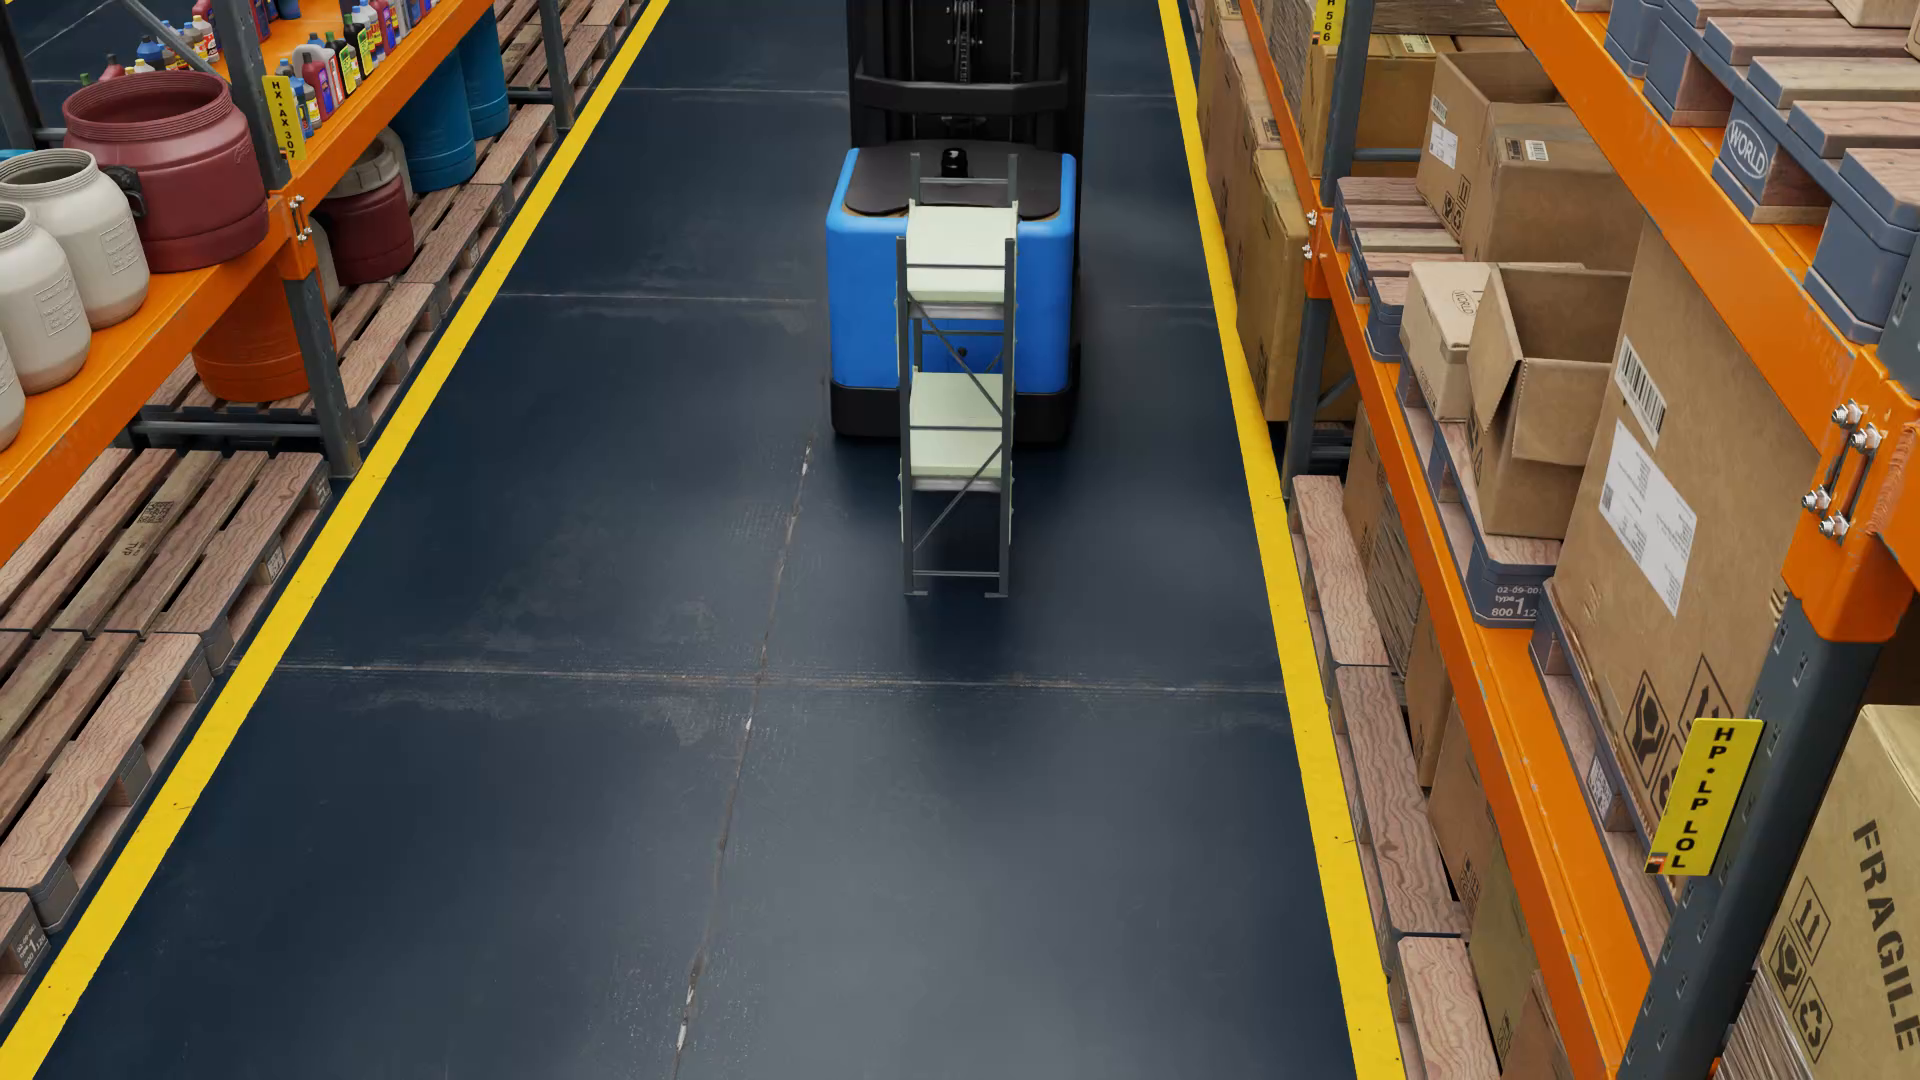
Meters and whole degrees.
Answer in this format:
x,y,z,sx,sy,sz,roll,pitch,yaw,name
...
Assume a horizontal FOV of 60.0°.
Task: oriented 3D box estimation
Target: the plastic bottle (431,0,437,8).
x,y,z,sx,sy,sz,roll,pitch,yaw,name
-2.649,-2.733,8.203,0.097,0.201,0.097,0,35,0,plastic bottle

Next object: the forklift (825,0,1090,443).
x,y,z,sx,sy,sz,roll,pitch,yaw,name
0.052,-2.448,7.684,1.130,2.935,3.031,2,35,3,forklift

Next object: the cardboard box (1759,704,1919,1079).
x,y,z,sx,sy,sz,roll,pitch,yaw,name
1.426,0.566,2.121,0.500,0.500,0.500,1,35,2,cardboard box

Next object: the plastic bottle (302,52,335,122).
x,y,z,sx,sy,sz,roll,pitch,yaw,name
-2.691,-1.909,6.959,0.061,0.283,0.133,1,35,2,plastic bottle

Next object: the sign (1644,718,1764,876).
x,y,z,sx,sy,sz,roll,pitch,yaw,name
1.144,0.400,2.565,0.100,0.325,0.005,1,35,2,sign

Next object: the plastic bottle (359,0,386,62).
x,y,z,sx,sy,sz,roll,pitch,yaw,name
-2.680,-2.313,7.545,0.097,0.271,0.097,0,35,0,plastic bottle

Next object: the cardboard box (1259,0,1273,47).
x,y,z,sx,sy,sz,roll,pitch,yaw,name
1.696,-2.620,7.783,0.500,0.500,0.500,2,35,3,cardboard box

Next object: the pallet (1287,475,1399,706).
x,y,z,sx,sy,sz,roll,pitch,yaw,name
1.826,0.177,6.315,1.003,0.211,1.213,1,35,2,pallet

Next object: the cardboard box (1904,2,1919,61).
x,y,z,sx,sy,sz,roll,pitch,yaw,name
1.816,-0.824,2.250,0.797,0.503,0.637,0,35,0,cardboard box

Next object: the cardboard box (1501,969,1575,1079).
x,y,z,sx,sy,sz,roll,pitch,yaw,name
1.744,1.375,3.976,0.700,0.500,0.500,-1,35,-2,cardboard box

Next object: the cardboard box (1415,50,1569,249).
x,y,z,sx,sy,sz,roll,pitch,yaw,name
1.877,-1.315,5.560,0.500,0.500,0.500,-3,35,-4,cardboard box

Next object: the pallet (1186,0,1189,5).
x,y,z,sx,sy,sz,roll,pitch,yaw,name
2.226,-4.407,12.838,1.003,0.211,1.213,1,35,2,pallet

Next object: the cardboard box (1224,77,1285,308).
x,y,z,sx,sy,sz,roll,pitch,yaw,name
1.951,-1.624,7.934,1.225,0.875,0.875,1,35,2,cardboard box

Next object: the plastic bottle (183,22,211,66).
x,y,z,sx,sy,sz,roll,pitch,yaw,name
-3.444,-2.223,7.477,0.097,0.201,0.097,0,35,0,plastic bottle

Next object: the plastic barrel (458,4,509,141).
x,y,z,sx,sy,sz,roll,pitch,yaw,name
-2.968,-2.827,9.623,0.600,0.901,0.708,1,35,2,plastic barrel

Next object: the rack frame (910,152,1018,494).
x,y,z,sx,sy,sz,roll,pitch,yaw,name
0.014,-0.820,6.613,0.400,1.500,0.023,1,35,2,rack frame

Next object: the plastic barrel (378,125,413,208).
x,y,z,sx,sy,sz,roll,pitch,yaw,name
-3.109,-1.938,8.698,0.421,0.512,0.421,0,35,0,plastic barrel

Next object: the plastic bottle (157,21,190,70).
x,y,z,sx,sy,sz,roll,pitch,yaw,name
-3.452,-2.139,7.297,0.097,0.271,0.097,0,35,0,plastic bottle

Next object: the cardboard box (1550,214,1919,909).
x,y,z,sx,sy,sz,roll,pitch,yaw,name
1.870,0.014,3.234,1.000,1.000,1.000,2,35,2,cardboard box

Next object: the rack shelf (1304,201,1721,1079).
x,y,z,sx,sy,sz,roll,pitch,yaw,name
1.779,0.030,4.724,1.077,0.370,4.000,1,35,2,rack shelf

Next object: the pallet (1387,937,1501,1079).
x,y,z,sx,sy,sz,roll,pitch,yaw,name
1.728,1.578,4.321,1.003,0.211,1.213,1,35,2,pallet

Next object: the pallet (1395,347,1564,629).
x,y,z,sx,sy,sz,roll,pitch,yaw,name
1.820,-0.197,4.588,1.003,0.211,1.213,1,35,2,pallet

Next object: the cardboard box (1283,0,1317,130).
x,y,z,sx,sy,sz,roll,pitch,yaw,name
1.657,-2.030,6.942,0.500,0.500,0.500,1,35,1,cardboard box

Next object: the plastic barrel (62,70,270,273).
x,y,z,sx,sy,sz,roll,pitch,yaw,name
-2.806,-1.310,5.887,0.600,0.536,0.708,1,35,2,plastic barrel

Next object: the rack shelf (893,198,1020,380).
x,y,z,sx,sy,sz,roll,pitch,yaw,name
0.000,-0.929,6.089,0.431,0.370,0.720,1,35,2,rack shelf

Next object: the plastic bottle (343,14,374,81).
x,y,z,sx,sy,sz,roll,pitch,yaw,name
-2.671,-2.195,7.367,0.061,0.283,0.133,1,35,2,plastic bottle

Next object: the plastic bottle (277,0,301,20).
x,y,z,sx,sy,sz,roll,pitch,yaw,name
-3.271,-2.670,8.052,0.097,0.271,0.097,0,35,0,plastic bottle

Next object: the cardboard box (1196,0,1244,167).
x,y,z,sx,sy,sz,roll,pitch,yaw,name
2.014,-2.646,9.389,1.225,0.875,0.875,1,35,2,cardboard box

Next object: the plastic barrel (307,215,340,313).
x,y,z,sx,sy,sz,roll,pitch,yaw,name
-3.154,-1.290,7.775,0.421,0.512,0.421,0,35,0,plastic barrel

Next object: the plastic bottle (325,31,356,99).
x,y,z,sx,sy,sz,roll,pitch,yaw,name
-2.680,-2.063,7.178,0.061,0.283,0.133,1,35,2,plastic bottle

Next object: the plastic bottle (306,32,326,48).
x,y,z,sx,sy,sz,roll,pitch,yaw,name
-2.760,-2.049,7.169,0.097,0.271,0.097,0,35,0,plastic bottle

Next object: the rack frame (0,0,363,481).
x,y,z,sx,sy,sz,roll,pitch,yaw,name
-3.090,-1.528,6.315,1.000,3.000,0.127,1,35,2,rack frame

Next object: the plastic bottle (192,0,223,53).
x,y,z,sx,sy,sz,roll,pitch,yaw,name
-3.454,-2.379,7.628,0.061,0.283,0.133,1,35,2,plastic bottle

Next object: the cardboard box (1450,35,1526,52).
x,y,z,sx,sy,sz,roll,pitch,yaw,name
2.150,-1.727,6.512,0.500,0.500,0.500,2,35,3,cardboard box

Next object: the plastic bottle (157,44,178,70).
x,y,z,sx,sy,sz,roll,pitch,yaw,name
-3.456,-2.055,7.238,0.097,0.201,0.097,0,35,0,plastic bottle

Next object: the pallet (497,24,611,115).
x,y,z,sx,sy,sz,roll,pitch,yaw,name
-2.939,-3.108,10.989,1.003,0.211,1.213,1,35,2,pallet

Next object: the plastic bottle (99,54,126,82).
x,y,z,sx,sy,sz,roll,pitch,yaw,name
-3.491,-1.855,6.882,0.061,0.283,0.133,1,35,2,plastic bottle

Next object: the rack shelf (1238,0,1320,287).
x,y,z,sx,sy,sz,roll,pitch,yaw,name
1.939,-2.268,7.994,1.077,0.370,4.000,1,35,2,rack shelf

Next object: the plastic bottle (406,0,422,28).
x,y,z,sx,sy,sz,roll,pitch,yaw,name
-2.684,-2.637,7.936,0.144,0.351,0.185,1,35,2,plastic bottle

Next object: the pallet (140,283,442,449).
x,y,z,sx,sy,sz,roll,pitch,yaw,name
-3.100,-0.841,7.763,1.003,0.211,1.213,1,35,2,pallet

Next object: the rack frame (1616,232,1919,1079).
x,y,z,sx,sy,sz,roll,pitch,yaw,name
1.698,0.885,2.882,1.000,3.000,0.127,1,35,2,rack frame

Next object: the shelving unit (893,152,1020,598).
x,y,z,sx,sy,sz,roll,pitch,yaw,name
0.000,-0.610,6.313,0.431,1.500,0.755,1,35,2,shelving unit

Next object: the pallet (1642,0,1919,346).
x,y,z,sx,sy,sz,roll,pitch,yaw,name
1.830,-0.618,2.575,1.213,0.211,1.003,1,35,2,pallet

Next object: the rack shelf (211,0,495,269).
x,y,z,sx,sy,sz,roll,pitch,yaw,name
-3.010,-2.382,8.157,1.077,0.370,4.000,1,35,2,rack shelf

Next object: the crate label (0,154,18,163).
x,y,z,sx,sy,sz,roll,pitch,yaw,name
-3.400,-0.978,5.502,0.502,0.435,0.616,1,35,2,crate label

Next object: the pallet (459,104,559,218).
x,y,z,sx,sy,sz,roll,pitch,yaw,name
-3.002,-2.243,9.757,1.003,0.211,1.213,1,35,2,pallet

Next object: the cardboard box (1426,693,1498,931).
x,y,z,sx,sy,sz,roll,pitch,yaw,name
1.805,0.780,4.822,0.700,0.500,0.500,-2,35,-2,cardboard box

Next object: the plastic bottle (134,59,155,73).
x,y,z,sx,sy,sz,roll,pitch,yaw,name
-3.464,-1.943,7.079,0.097,0.201,0.097,0,35,0,plastic bottle

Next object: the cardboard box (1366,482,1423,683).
x,y,z,sx,sy,sz,roll,pitch,yaw,name
1.843,0.134,5.742,0.700,0.500,0.500,-1,35,-2,cardboard box

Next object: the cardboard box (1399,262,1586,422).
x,y,z,sx,sy,sz,roll,pitch,yaw,name
1.562,-0.566,4.712,0.500,0.250,0.500,0,35,1,cardboard box

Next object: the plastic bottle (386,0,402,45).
x,y,z,sx,sy,sz,roll,pitch,yaw,name
-2.671,-2.446,7.733,0.097,0.271,0.097,0,35,0,plastic bottle

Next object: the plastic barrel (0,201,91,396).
x,y,z,sx,sy,sz,roll,pitch,yaw,name
-2.935,-0.735,5.091,0.421,0.512,0.421,0,35,0,plastic barrel

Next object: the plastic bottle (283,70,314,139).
x,y,z,sx,sy,sz,roll,pitch,yaw,name
-2.718,-1.782,6.789,0.097,0.271,0.097,0,35,0,plastic bottle

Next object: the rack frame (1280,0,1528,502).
x,y,z,sx,sy,sz,roll,pitch,yaw,name
1.859,-1.413,6.152,1.000,3.000,0.127,1,35,2,rack frame

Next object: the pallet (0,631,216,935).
x,y,z,sx,sy,sz,roll,pitch,yaw,name
-3.212,0.756,5.490,1.003,0.211,1.213,1,35,2,pallet
